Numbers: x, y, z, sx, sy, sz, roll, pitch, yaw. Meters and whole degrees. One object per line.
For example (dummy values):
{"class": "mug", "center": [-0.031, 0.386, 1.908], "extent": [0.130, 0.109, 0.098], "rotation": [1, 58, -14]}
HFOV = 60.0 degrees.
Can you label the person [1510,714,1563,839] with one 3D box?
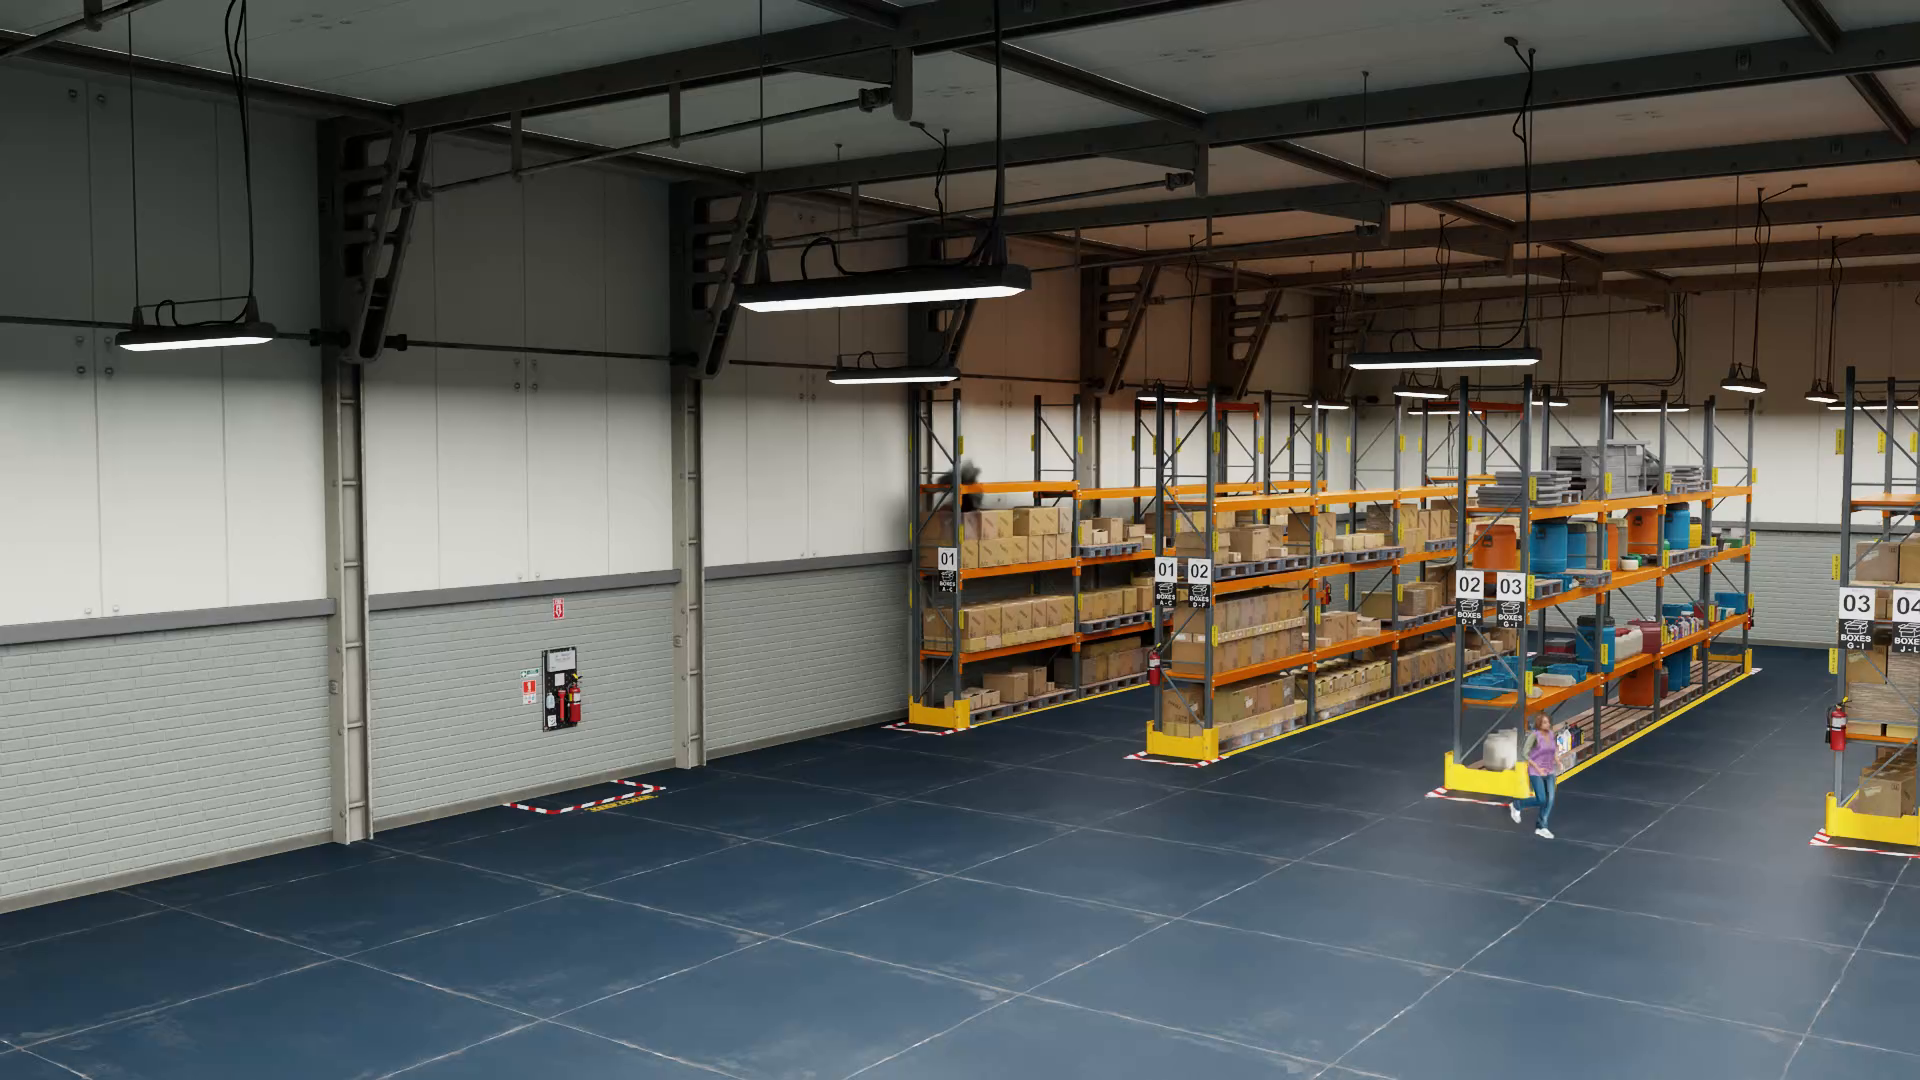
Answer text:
{"class": "person", "center": [7.440, 3.012, 21.416], "extent": [0.539, 1.579, 0.614], "rotation": [-2, 4, -27]}
